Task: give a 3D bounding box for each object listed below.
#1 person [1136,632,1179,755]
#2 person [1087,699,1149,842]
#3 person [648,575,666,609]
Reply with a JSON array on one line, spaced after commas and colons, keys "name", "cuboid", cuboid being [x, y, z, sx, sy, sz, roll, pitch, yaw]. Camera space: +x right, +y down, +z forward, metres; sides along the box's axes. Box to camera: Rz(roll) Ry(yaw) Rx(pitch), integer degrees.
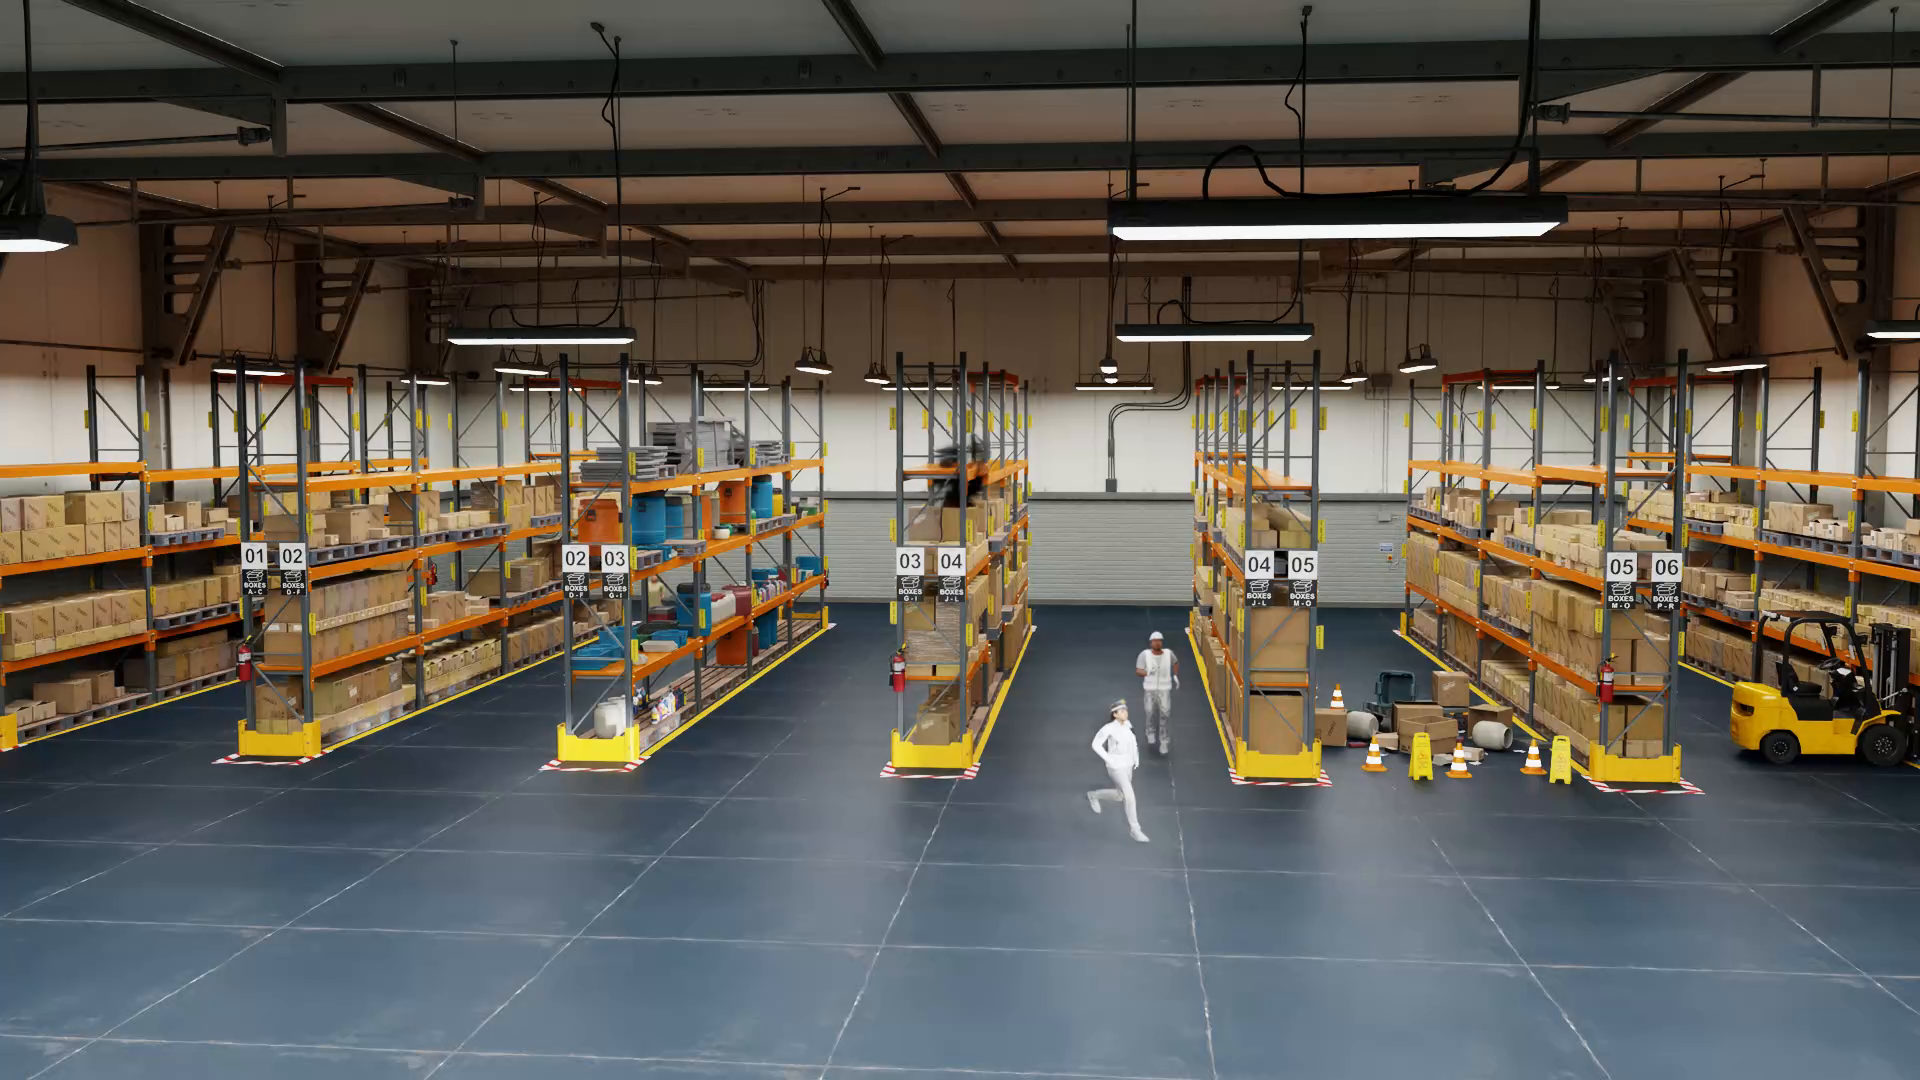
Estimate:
[{"name": "person", "cuboid": [3.004, 2.313, 25.305, 0.661, 1.846, 0.785, 0, 4, 5]}, {"name": "person", "cuboid": [1.913, 2.761, 20.171, 0.996, 1.687, 0.595, 4, 5, 42]}, {"name": "person", "cuboid": [-6.916, 1.508, 37.532, 0.553, 1.626, 0.567, -1, 4, -9]}]
